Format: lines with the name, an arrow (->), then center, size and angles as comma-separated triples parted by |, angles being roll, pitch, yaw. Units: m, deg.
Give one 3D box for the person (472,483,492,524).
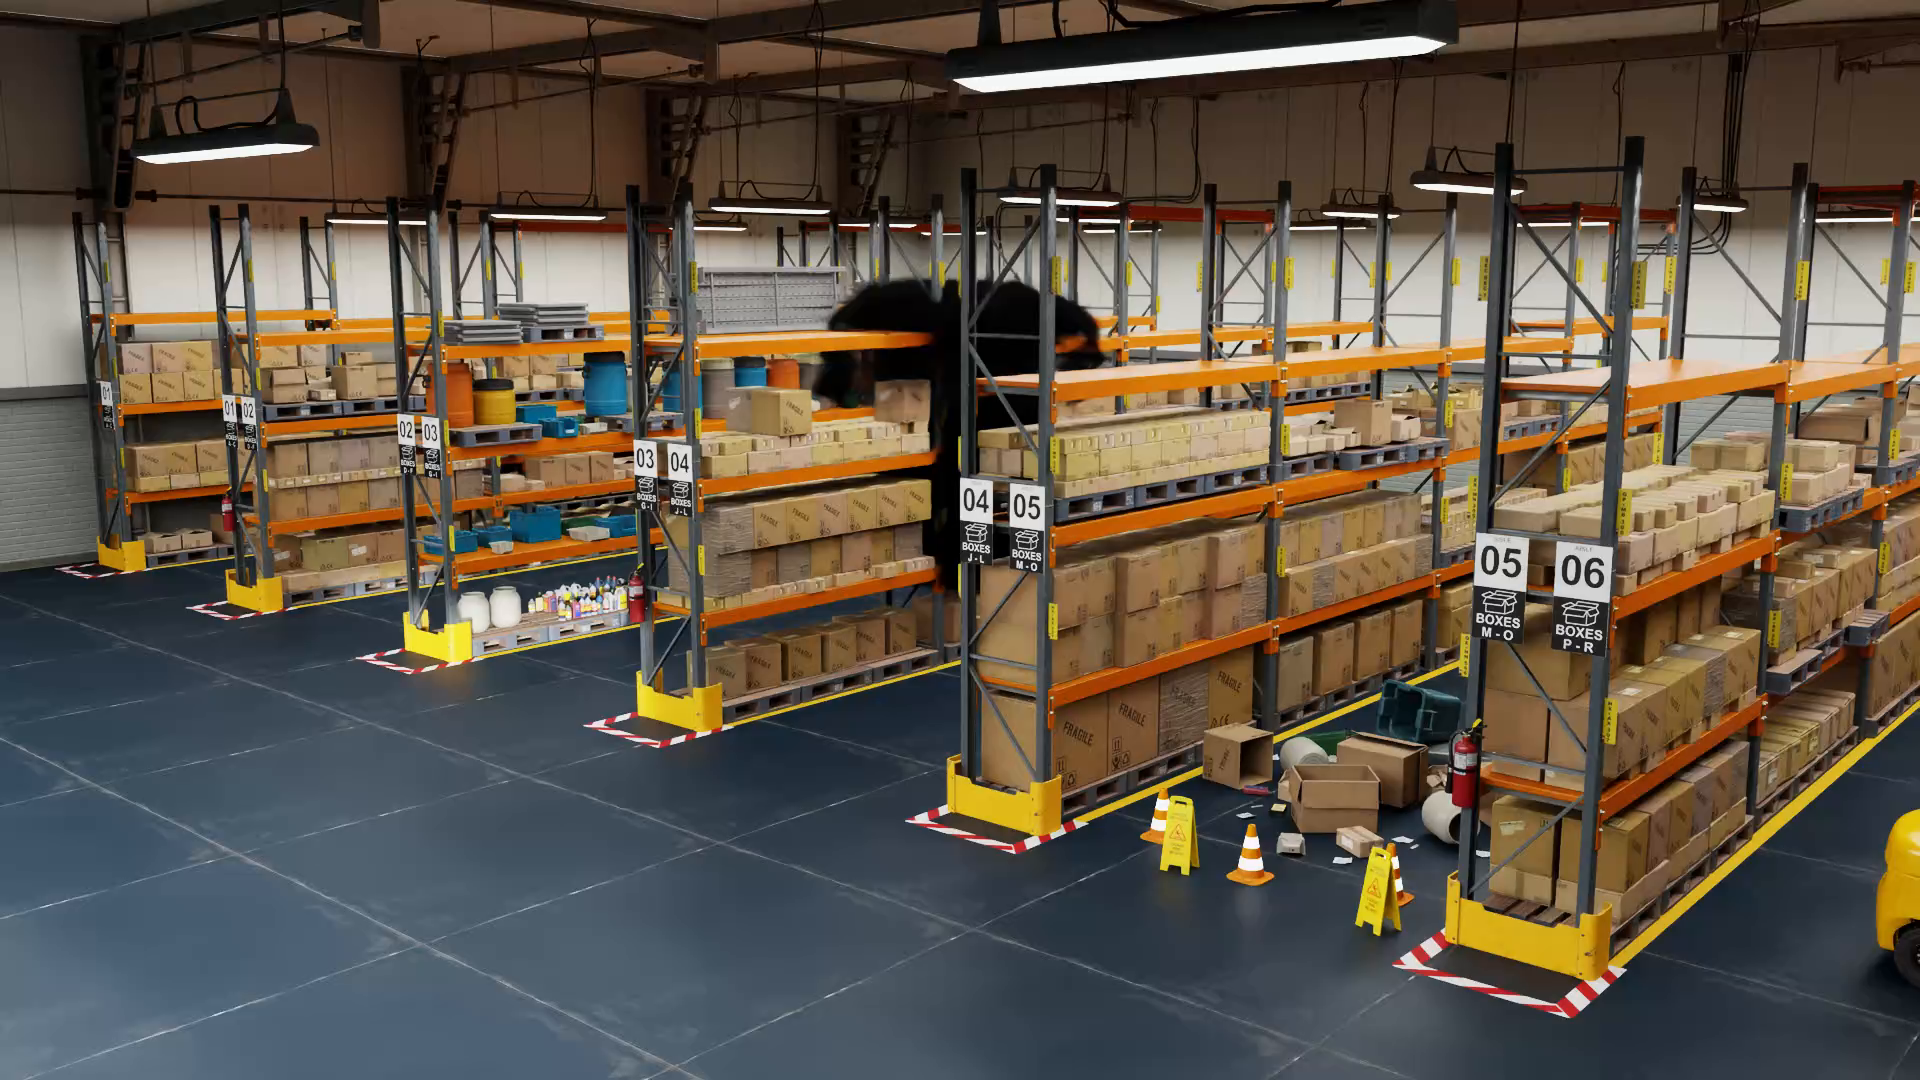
person -> -8.583, -0.568, 29.810 | 0.705, 1.720, 1.017 | 8, 12, 40
